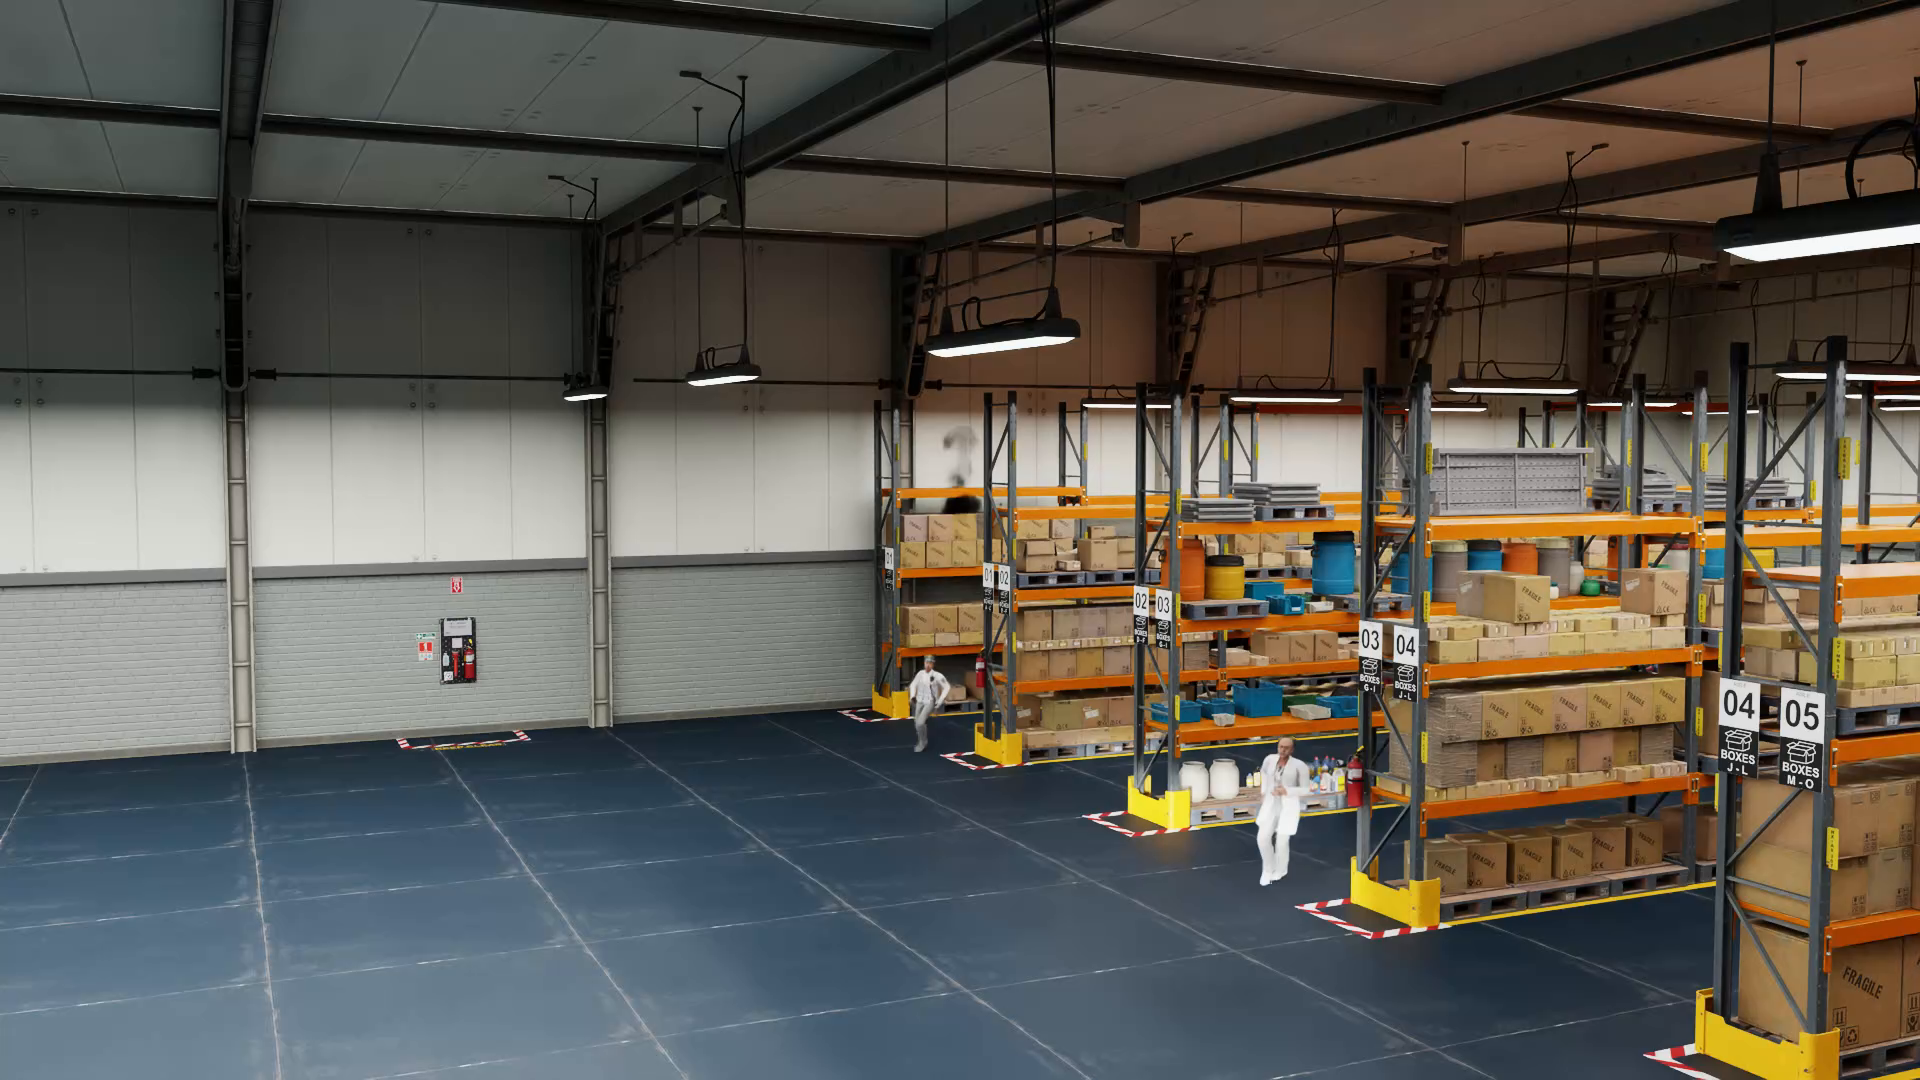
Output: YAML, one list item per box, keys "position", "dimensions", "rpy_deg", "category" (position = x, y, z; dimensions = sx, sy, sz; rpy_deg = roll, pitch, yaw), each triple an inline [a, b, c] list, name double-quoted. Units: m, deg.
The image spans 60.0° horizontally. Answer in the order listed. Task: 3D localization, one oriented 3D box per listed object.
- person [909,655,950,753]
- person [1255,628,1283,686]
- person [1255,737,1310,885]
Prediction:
- position: [-0.552, 2.727, 27.738]
  dimensions: [0.676, 1.655, 0.607]
  rpy_deg: [2, 4, 32]
  category: "person"
- position: [5.953, 2.454, 32.015]
  dimensions: [0.746, 1.719, 0.646]
  rpy_deg: [-2, 4, -27]
  category: "person"
- position: [3.767, 3.186, 19.411]
  dimensions: [0.675, 1.807, 0.735]
  rpy_deg: [2, 4, 29]
  category: "person"
